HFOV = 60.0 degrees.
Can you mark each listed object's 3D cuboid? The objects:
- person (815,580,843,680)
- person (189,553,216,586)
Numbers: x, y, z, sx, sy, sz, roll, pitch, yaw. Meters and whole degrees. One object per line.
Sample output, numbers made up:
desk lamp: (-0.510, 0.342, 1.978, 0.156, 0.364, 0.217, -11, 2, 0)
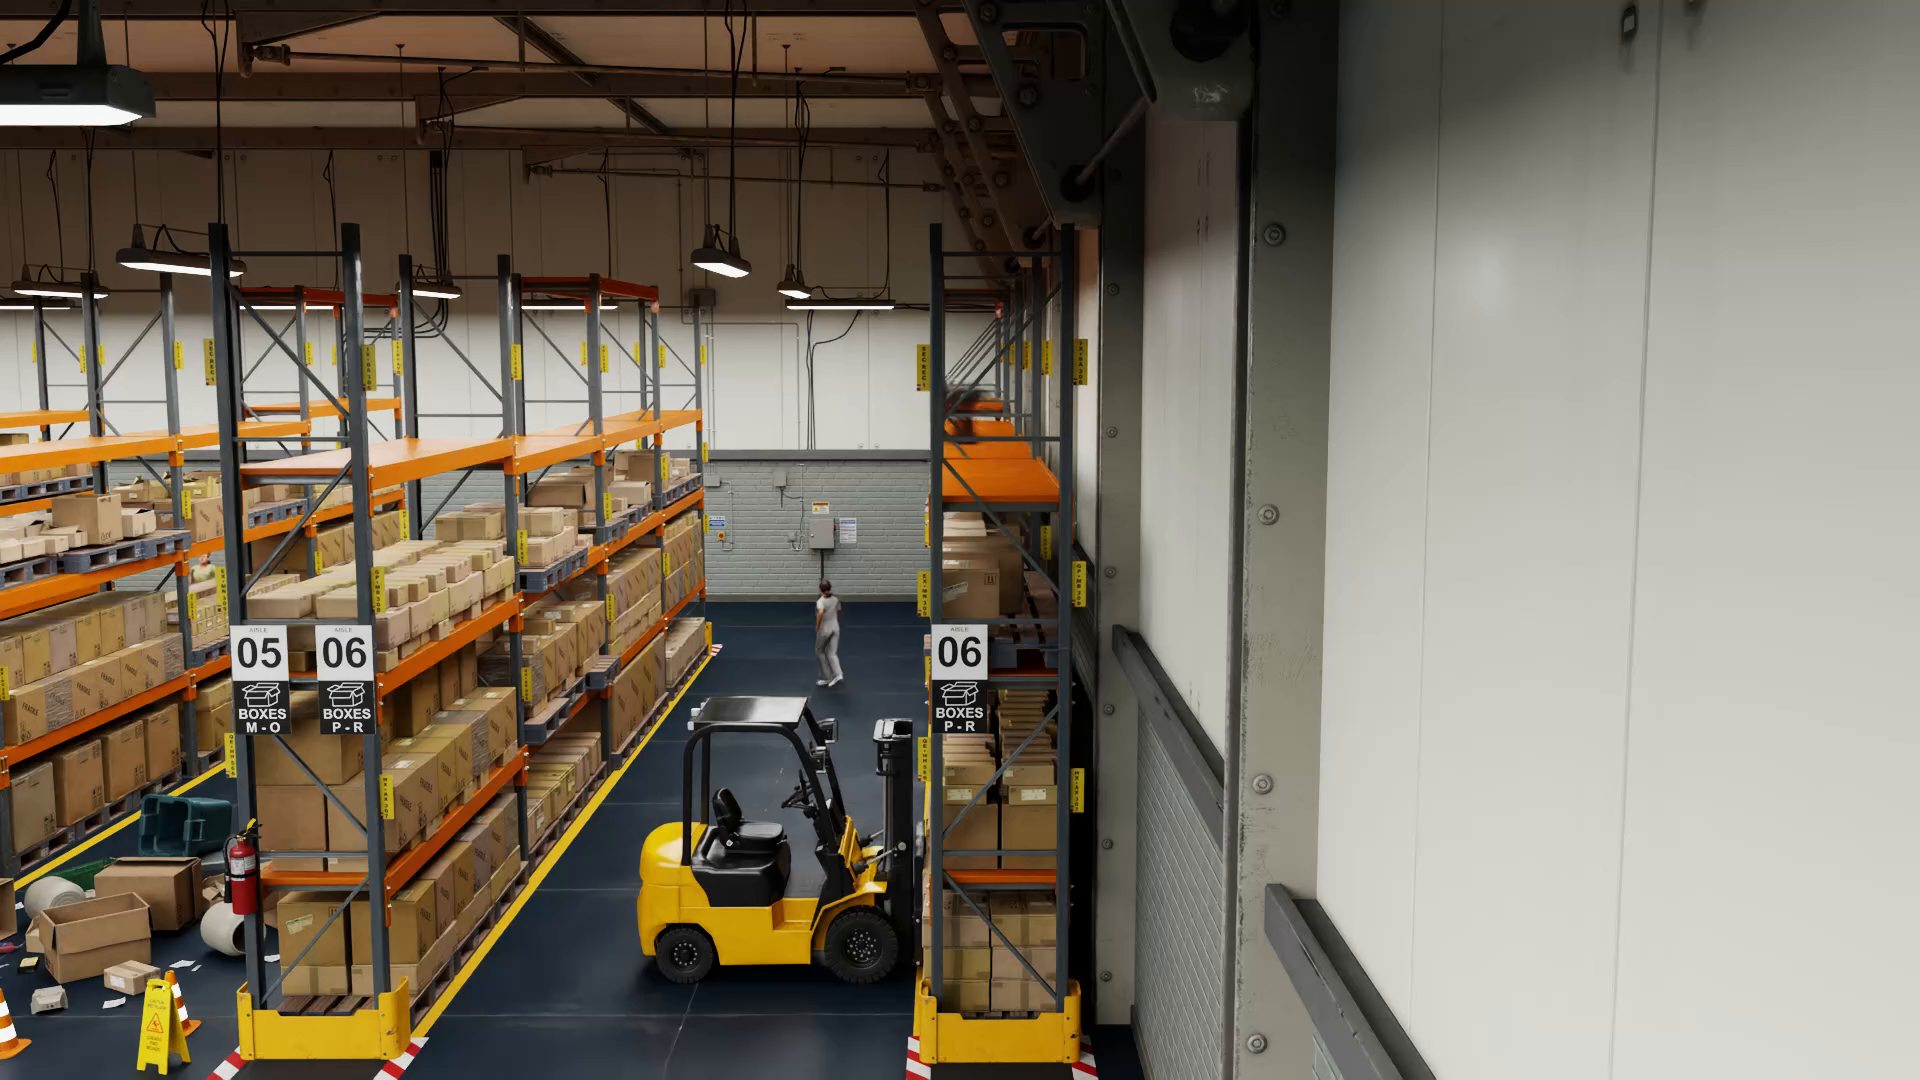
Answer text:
person: (-1.913, 1.348, 25.038, 0.522, 1.480, 0.738, -5, 8, -34)
person: (-12.989, 0.950, 28.563, 0.564, 1.574, 0.676, -1, 7, -10)
